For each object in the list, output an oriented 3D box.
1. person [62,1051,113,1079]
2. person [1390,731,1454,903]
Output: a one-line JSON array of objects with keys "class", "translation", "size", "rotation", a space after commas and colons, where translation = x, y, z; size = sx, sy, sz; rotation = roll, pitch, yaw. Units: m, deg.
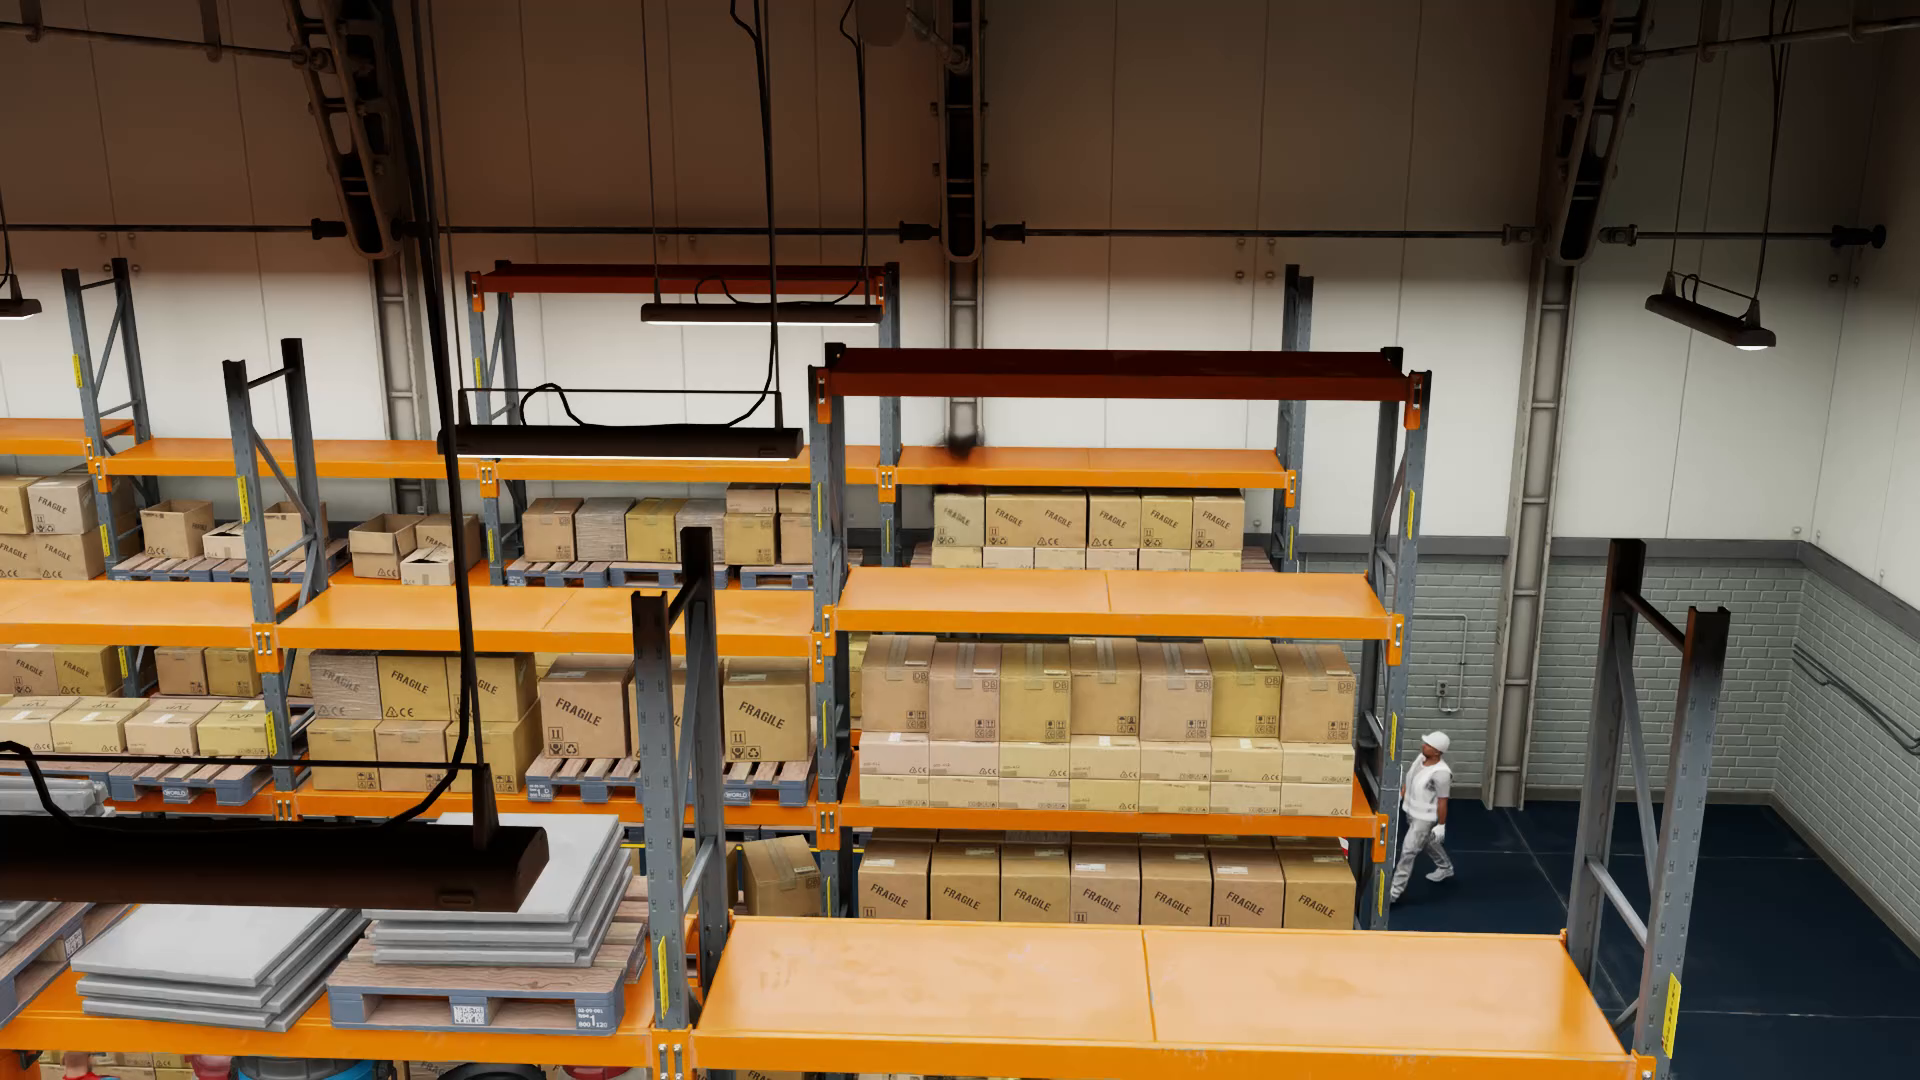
[{"class": "person", "translation": [-5.858, 4.191, 11.222], "size": [0.619, 1.646, 0.409], "rotation": [-7, 18, -23]}, {"class": "person", "translation": [4.475, 2.652, 16.255], "size": [1.074, 1.685, 0.625], "rotation": [-6, 17, -20]}]
